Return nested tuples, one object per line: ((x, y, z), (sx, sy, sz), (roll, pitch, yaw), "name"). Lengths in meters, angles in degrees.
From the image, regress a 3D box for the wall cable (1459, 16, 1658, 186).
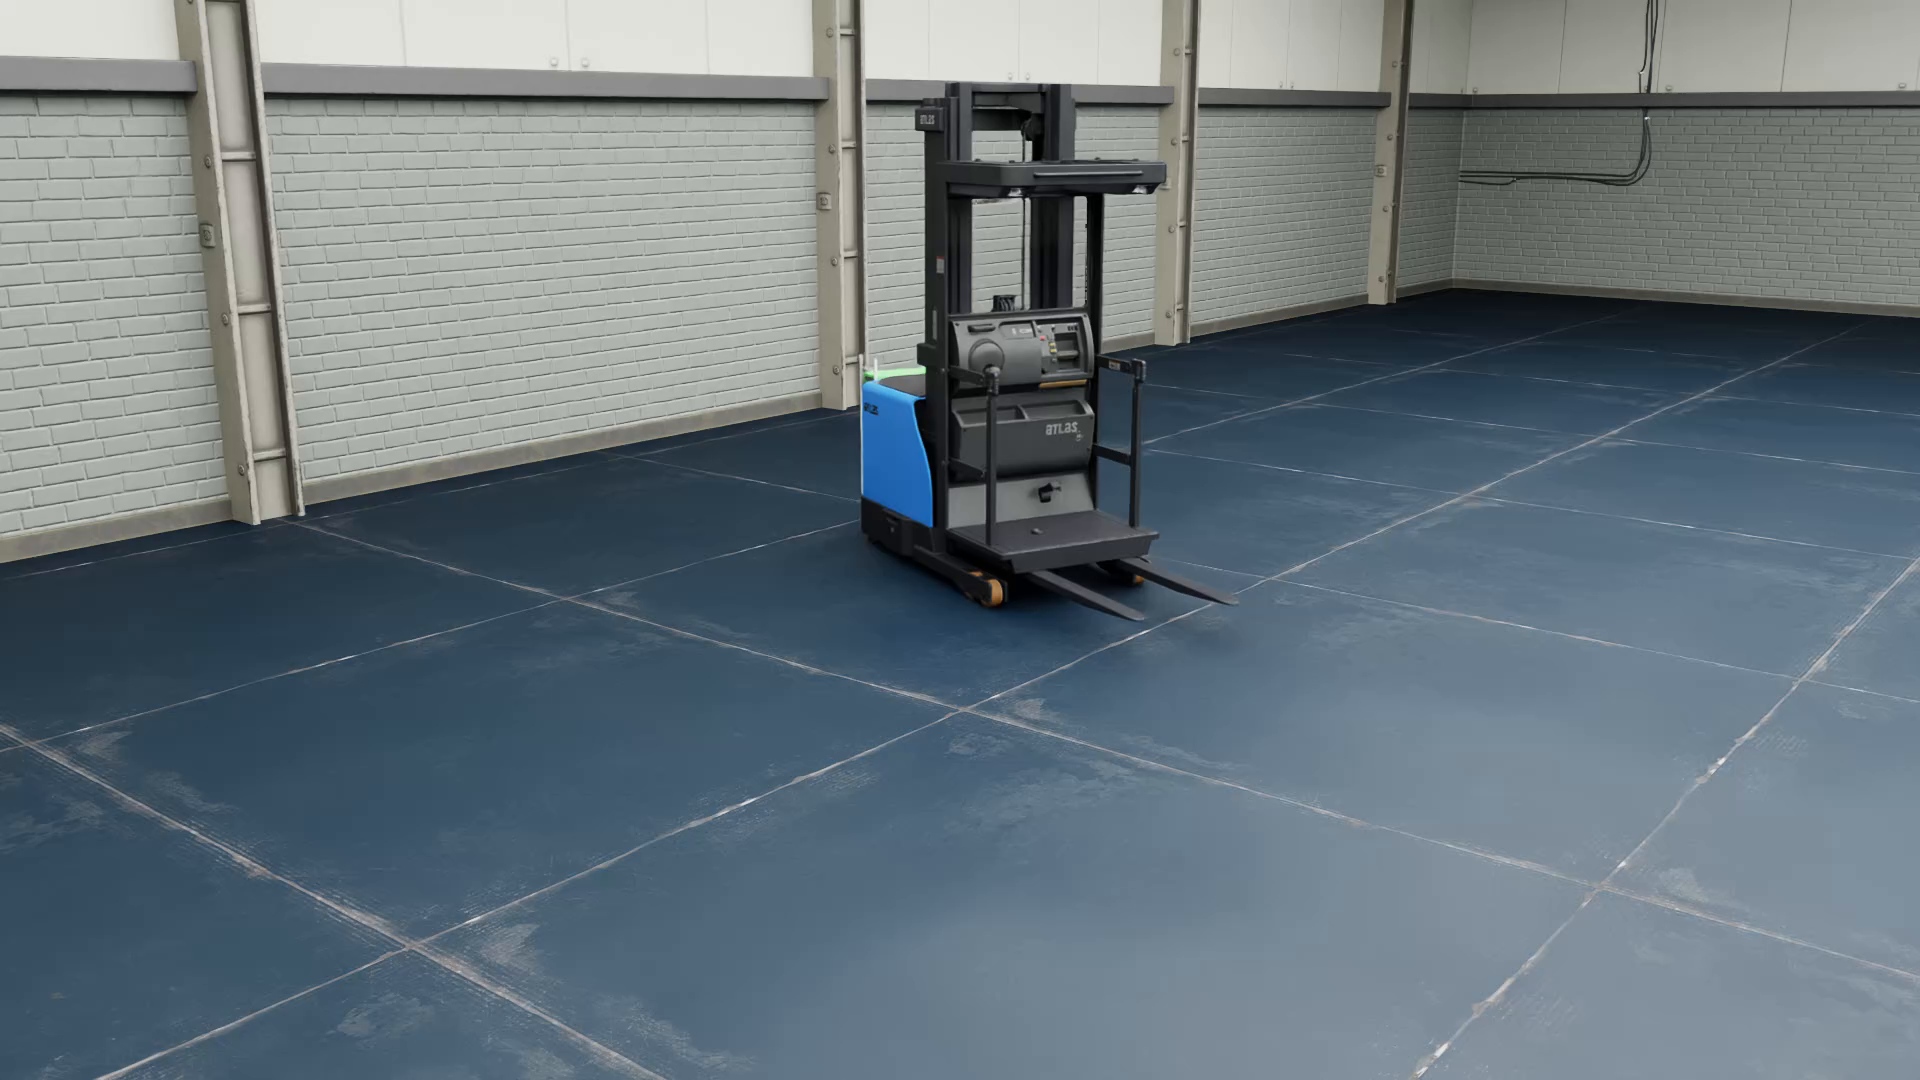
((9.296, -6.829, 26.034), (3.097, 2.526, 0.112), (11, 18, 38), "wall cable")

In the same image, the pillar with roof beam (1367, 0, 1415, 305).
((9.764, -7.308, 21.614), (9.100, 9.000, 0.400), (11, 18, 38), "pillar with roof beam")

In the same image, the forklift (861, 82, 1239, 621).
((0.486, -1.157, 9.726), (1.130, 2.935, 3.031), (-8, 16, -27), "forklift")

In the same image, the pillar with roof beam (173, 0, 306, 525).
((-1.549, -3.861, 8.045), (9.100, 9.000, 0.400), (11, 18, 38), "pillar with roof beam")

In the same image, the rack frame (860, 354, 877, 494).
((-0.609, -0.637, 11.192), (0.015, 1.200, 0.240), (-8, 16, -28), "rack frame")

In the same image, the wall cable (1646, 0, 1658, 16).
((11.400, -8.858, 23.765), (3.097, 2.526, 0.112), (11, 18, 38), "wall cable")

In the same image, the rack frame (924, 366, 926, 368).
((-0.182, -0.694, 11.420), (0.015, 1.200, 0.240), (-8, 16, -28), "rack frame")

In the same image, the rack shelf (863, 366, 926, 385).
((-0.395, -1.069, 11.203), (0.480, 0.148, 0.258), (-8, 16, -28), "rack shelf")

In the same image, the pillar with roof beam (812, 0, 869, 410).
((2.222, -5.010, 12.568), (9.100, 9.000, 0.400), (11, 18, 38), "pillar with roof beam")

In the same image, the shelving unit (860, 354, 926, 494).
((-0.395, -0.665, 11.306), (0.503, 1.200, 0.258), (-8, 16, -28), "shelving unit")

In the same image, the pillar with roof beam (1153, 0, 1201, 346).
((5.993, -6.159, 17.091), (9.100, 9.000, 0.400), (11, 18, 38), "pillar with roof beam")
